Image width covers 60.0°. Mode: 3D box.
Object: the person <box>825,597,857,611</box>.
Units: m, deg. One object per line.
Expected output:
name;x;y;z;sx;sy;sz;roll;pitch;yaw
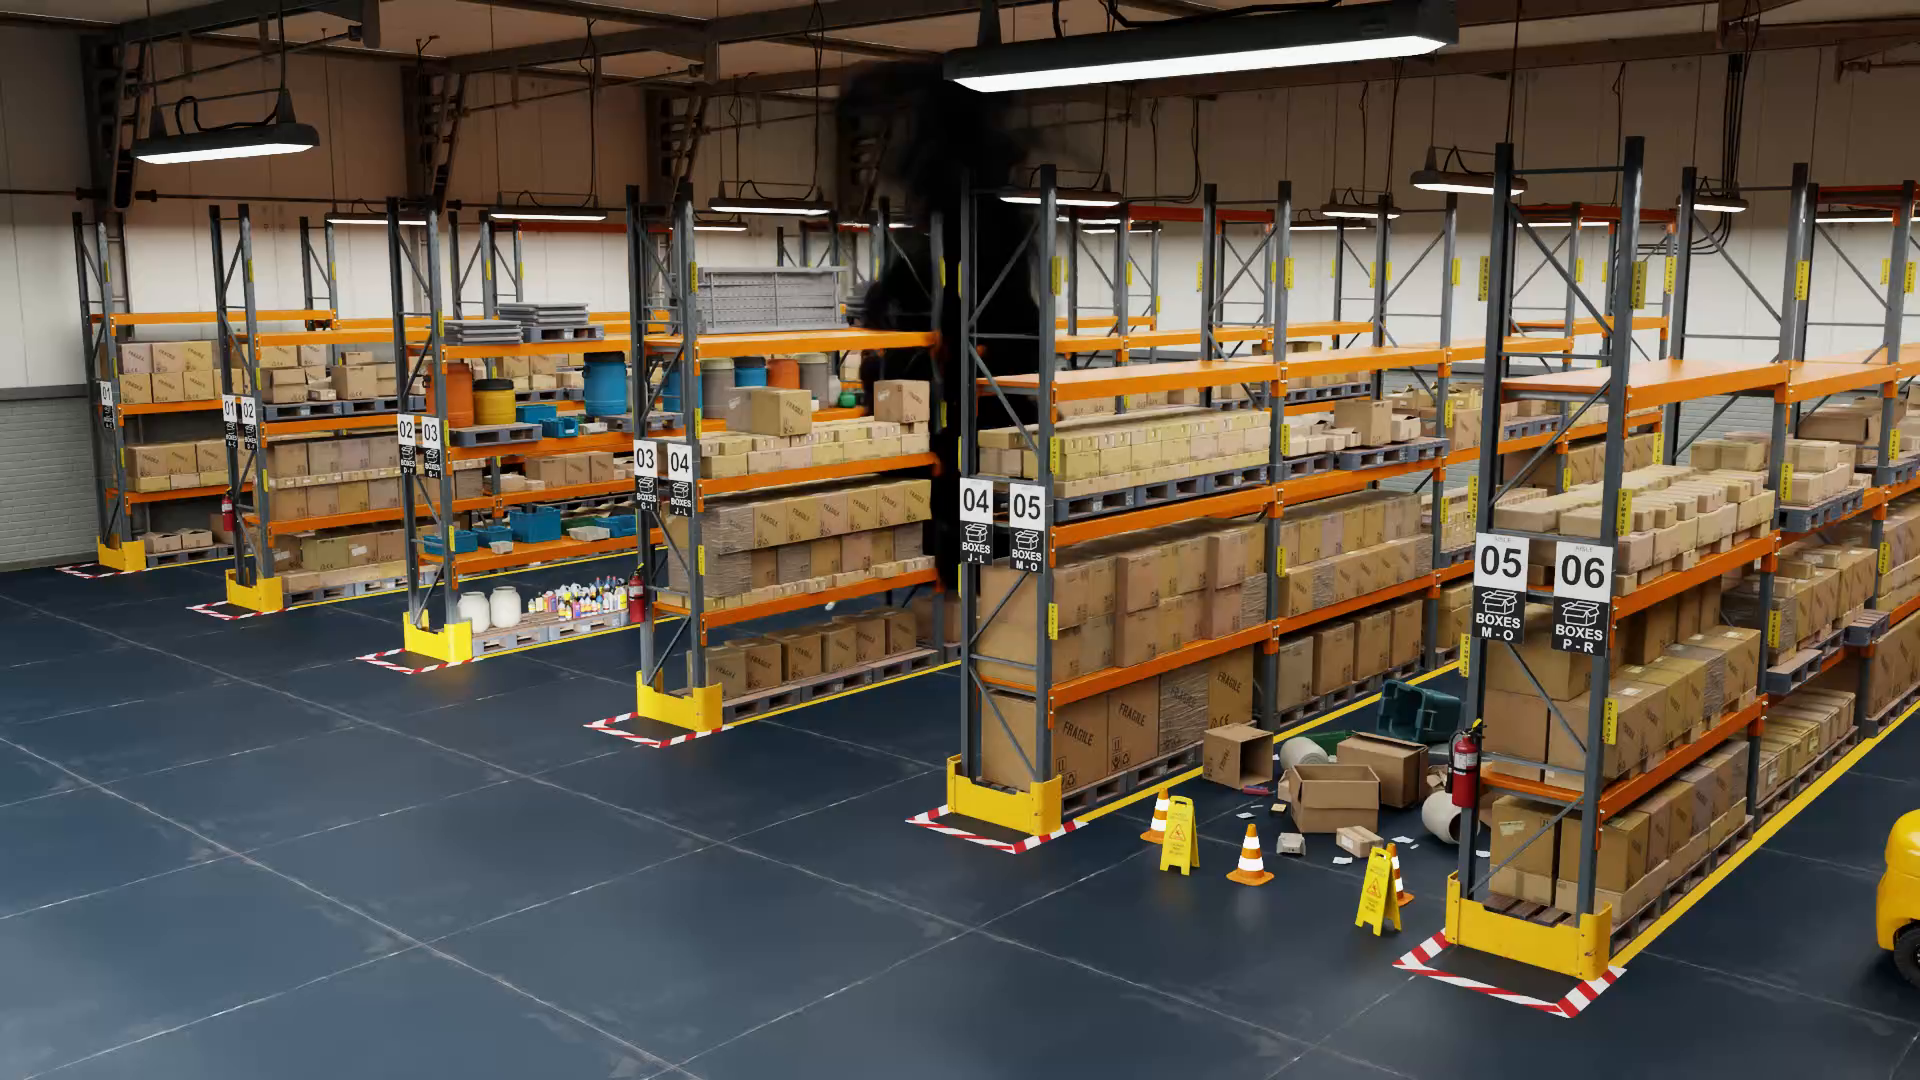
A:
person;-1.648;0.112;23.923;0.539;1.768;0.729;7;12;37
